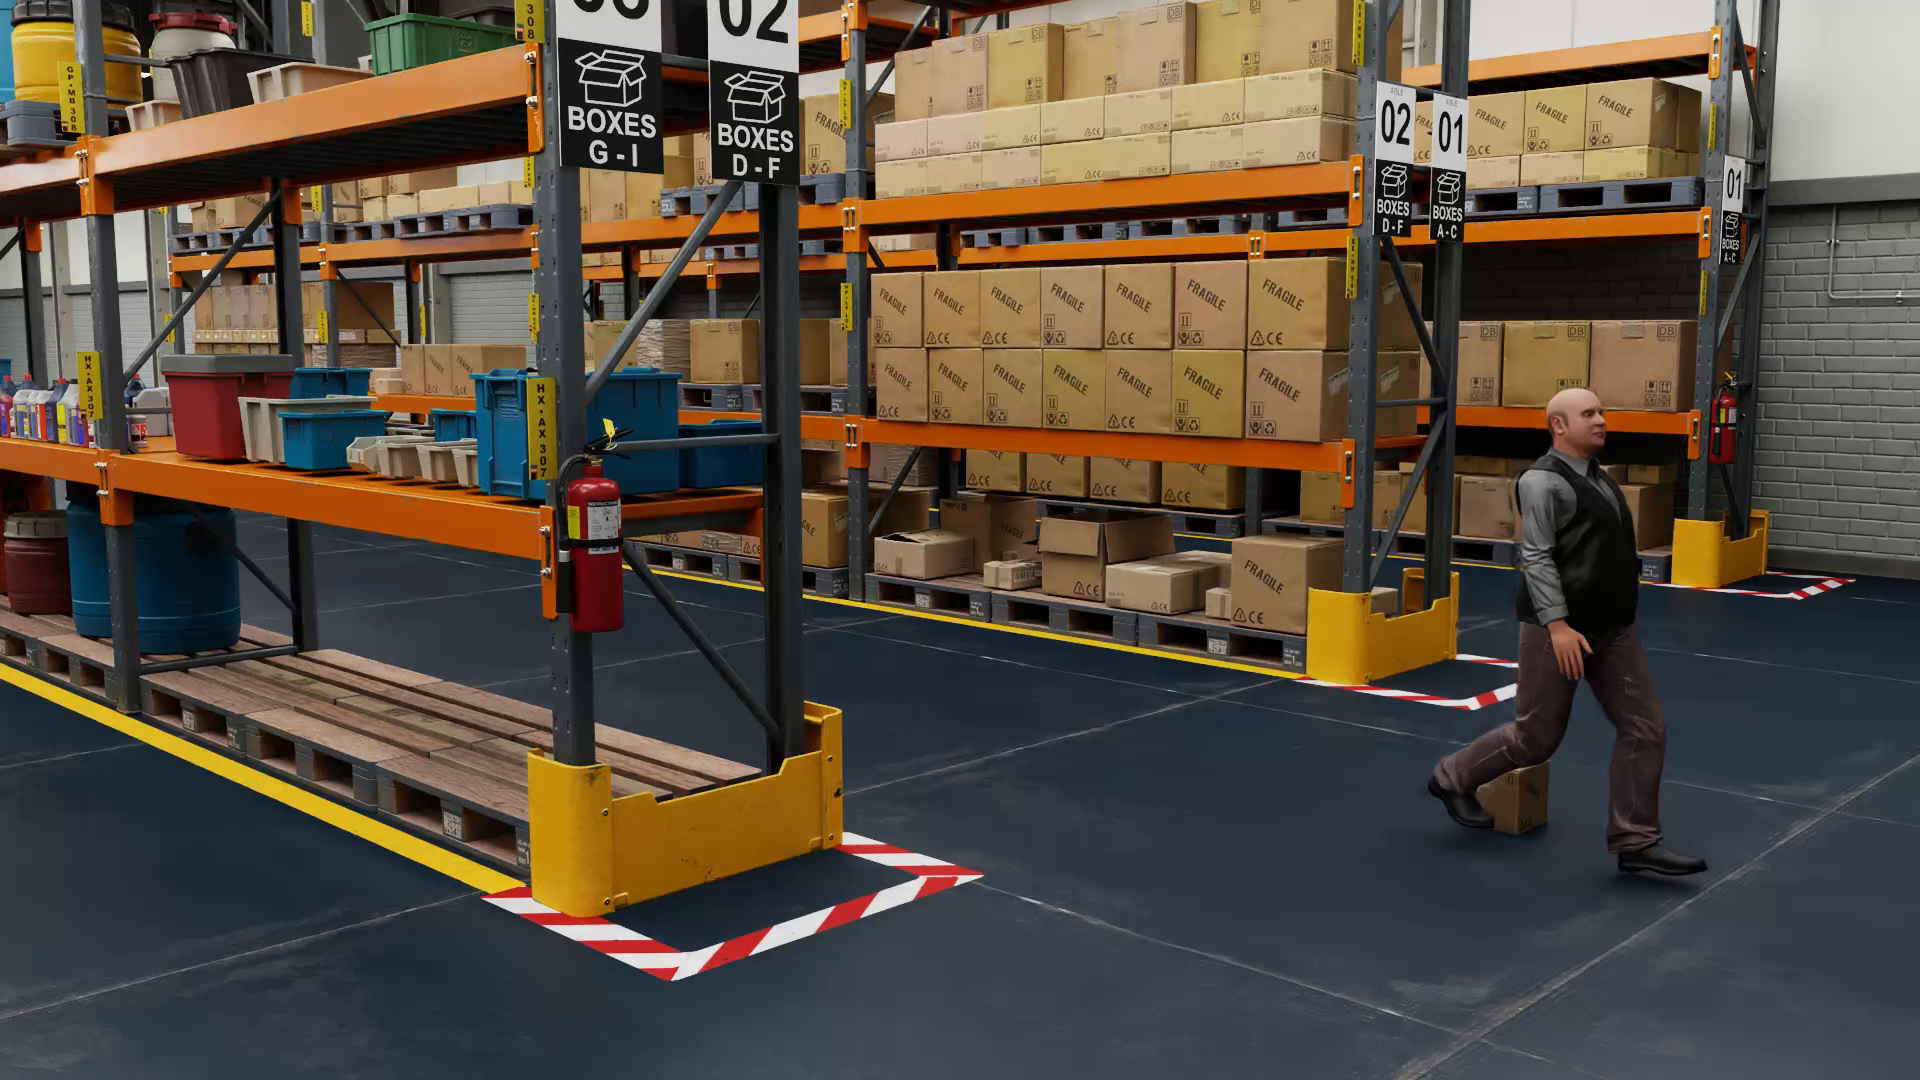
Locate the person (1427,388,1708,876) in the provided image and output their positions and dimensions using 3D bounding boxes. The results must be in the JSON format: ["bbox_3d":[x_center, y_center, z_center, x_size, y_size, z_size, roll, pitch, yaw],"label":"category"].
[{"bbox_3d":[2.147,0.308,5.869,0.554,1.679,0.979,-5,9,-38],"label":"person"}]
